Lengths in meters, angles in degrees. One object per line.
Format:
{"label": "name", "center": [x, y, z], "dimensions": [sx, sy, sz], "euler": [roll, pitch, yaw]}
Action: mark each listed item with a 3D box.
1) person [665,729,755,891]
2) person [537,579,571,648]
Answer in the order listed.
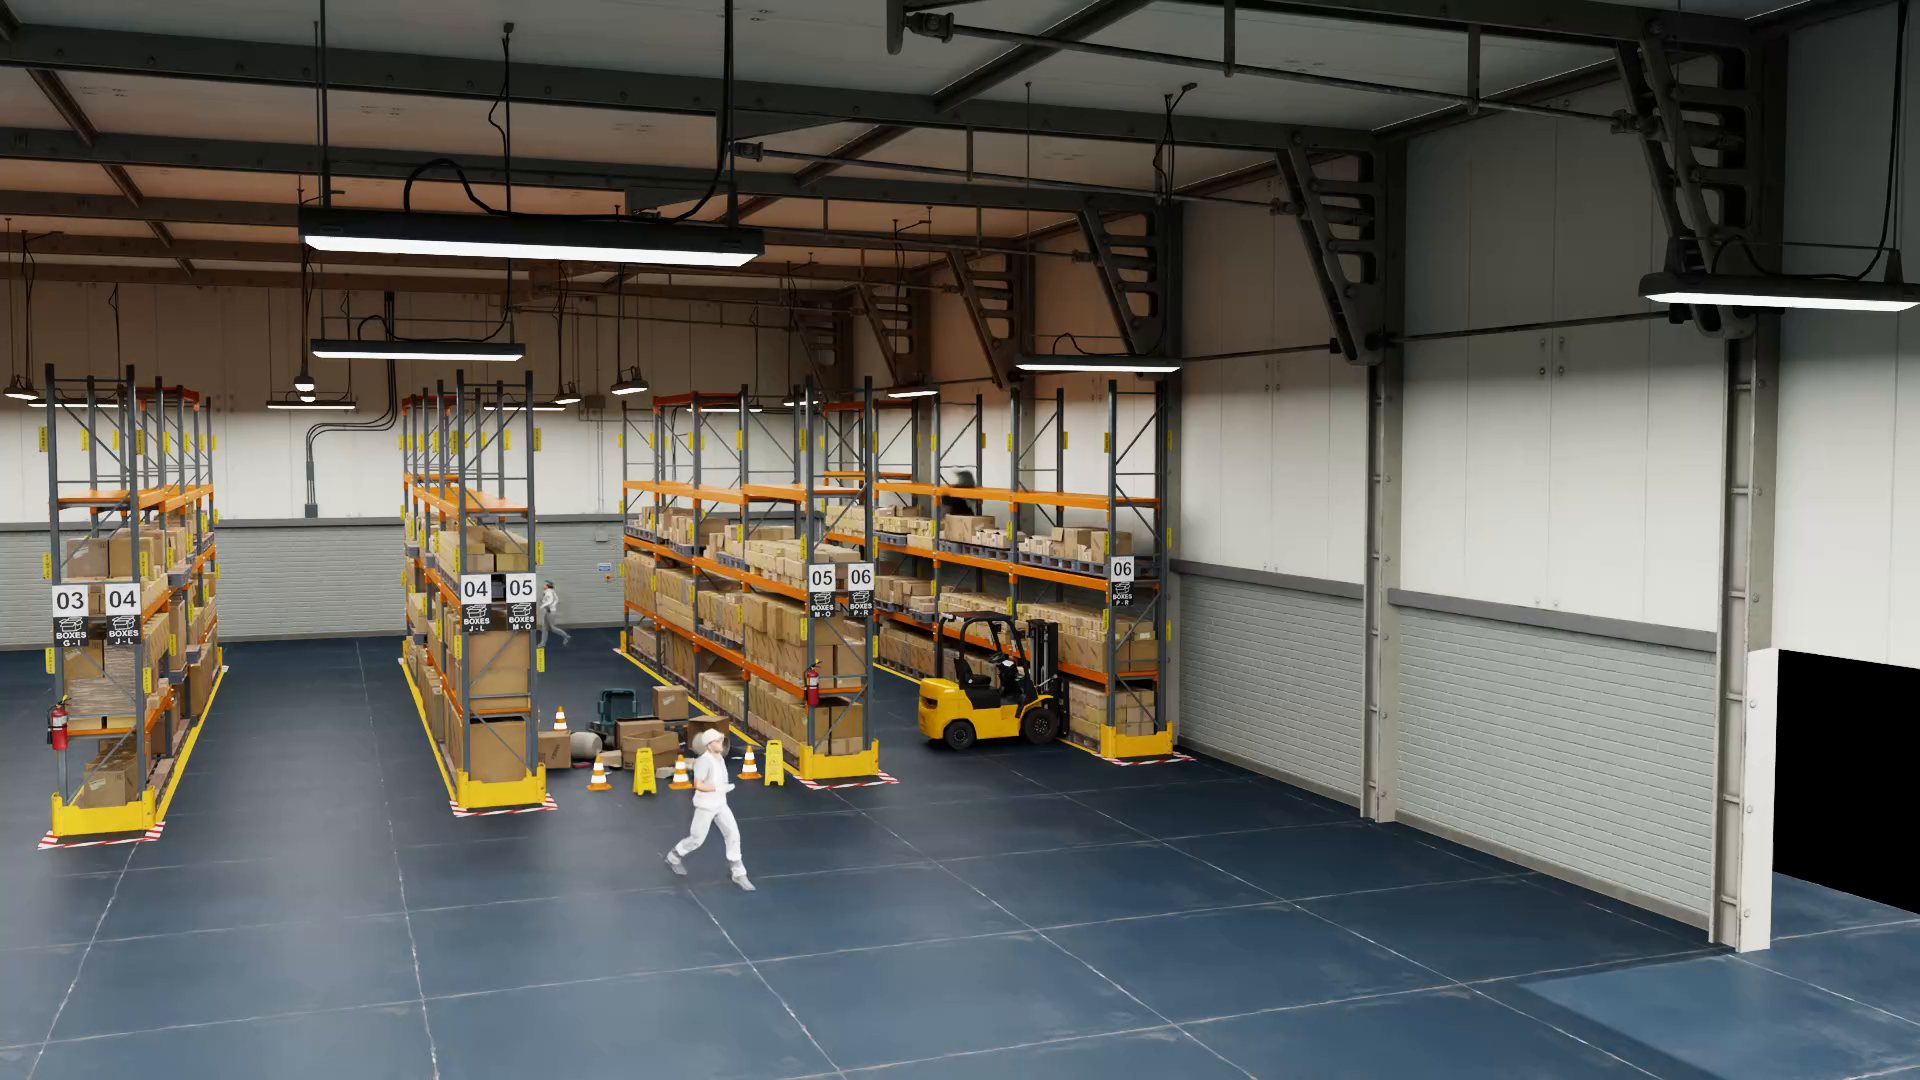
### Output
{"label": "person", "center": [-2.844, 3.024, 18.664], "dimensions": [1.093, 1.817, 0.621], "euler": [2, 4, 25]}
{"label": "person", "center": [-9.883, 1.781, 40.260], "dimensions": [0.885, 1.690, 0.612], "euler": [-1, 3, -11]}
